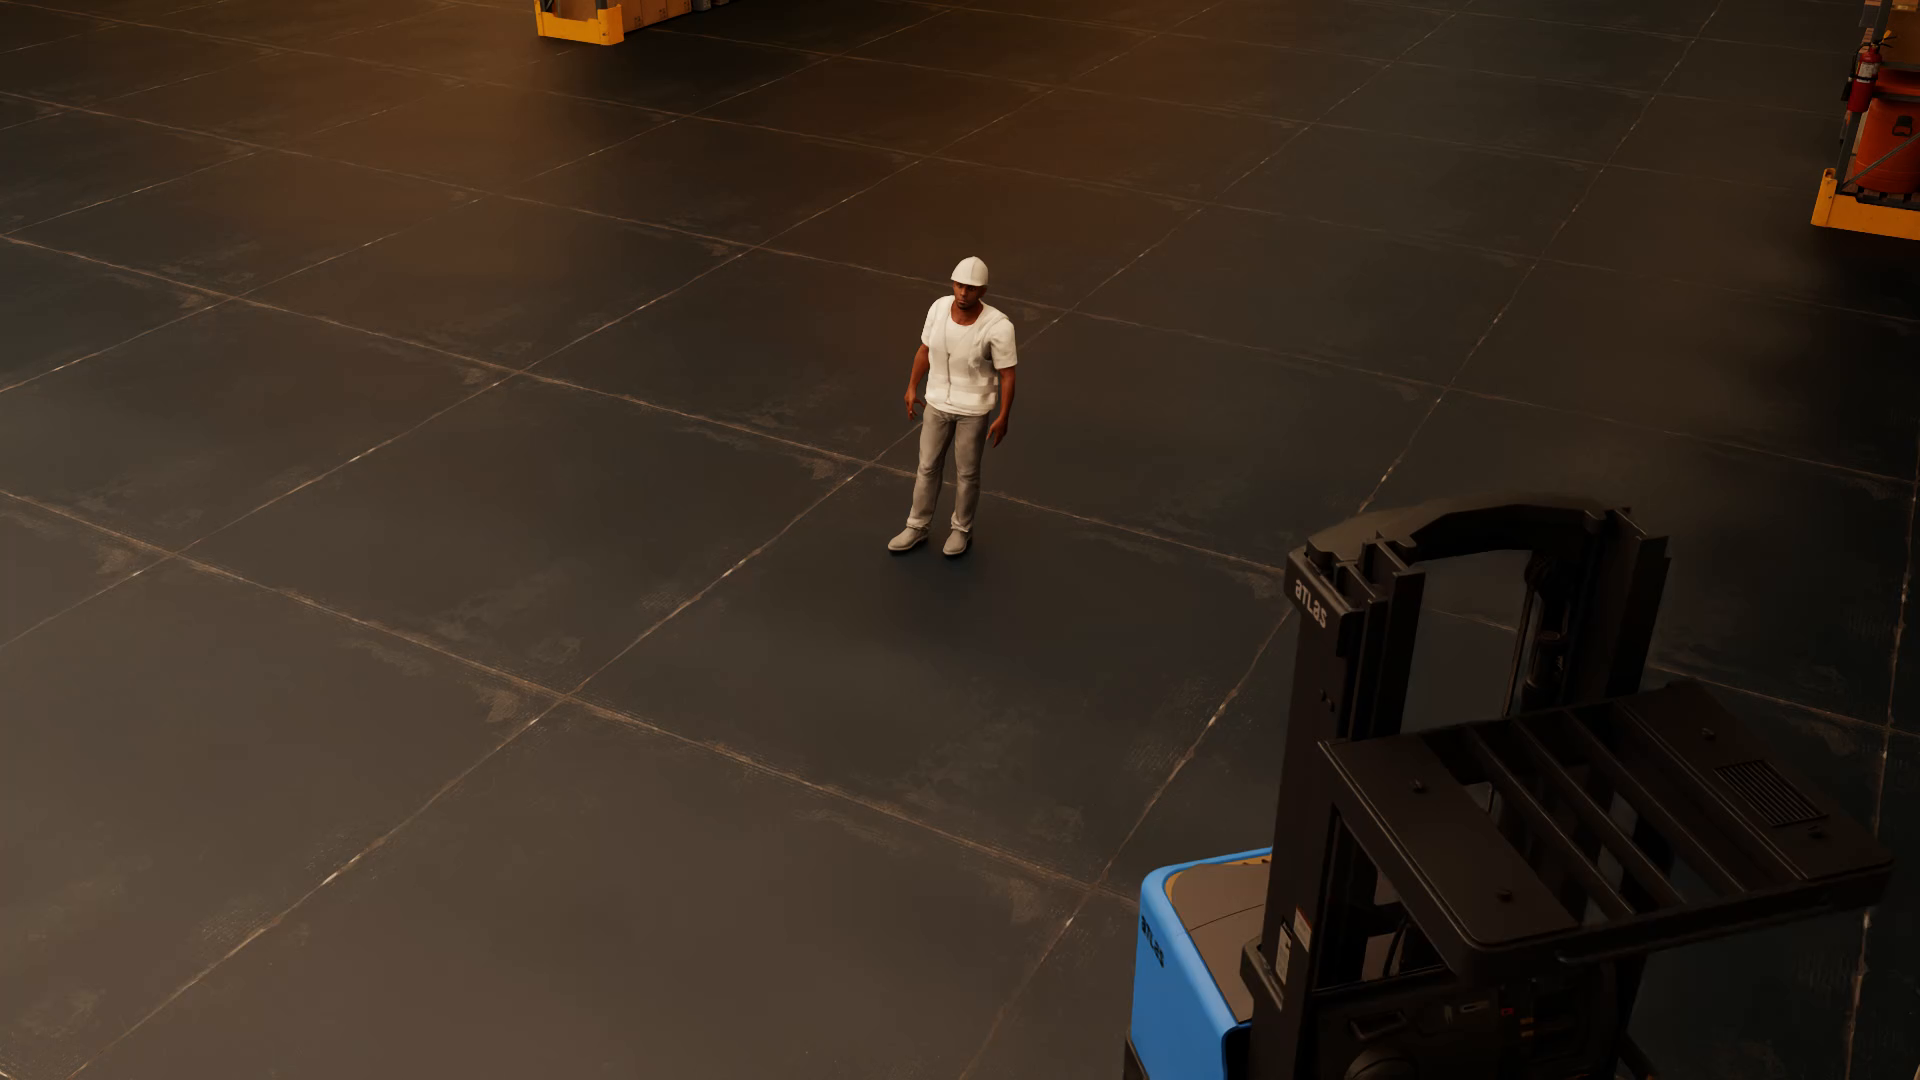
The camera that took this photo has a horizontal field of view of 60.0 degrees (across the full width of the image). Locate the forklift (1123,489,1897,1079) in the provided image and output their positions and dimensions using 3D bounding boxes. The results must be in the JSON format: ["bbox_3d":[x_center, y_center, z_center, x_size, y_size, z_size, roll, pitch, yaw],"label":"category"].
[{"bbox_3d":[1.494,1.469,4.525,1.130,2.935,3.031,-8,31,-13],"label":"forklift"}]

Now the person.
[{"bbox_3d":[-0.038,-0.741,9.507,0.666,1.768,0.575,15,33,25],"label":"person"}]
